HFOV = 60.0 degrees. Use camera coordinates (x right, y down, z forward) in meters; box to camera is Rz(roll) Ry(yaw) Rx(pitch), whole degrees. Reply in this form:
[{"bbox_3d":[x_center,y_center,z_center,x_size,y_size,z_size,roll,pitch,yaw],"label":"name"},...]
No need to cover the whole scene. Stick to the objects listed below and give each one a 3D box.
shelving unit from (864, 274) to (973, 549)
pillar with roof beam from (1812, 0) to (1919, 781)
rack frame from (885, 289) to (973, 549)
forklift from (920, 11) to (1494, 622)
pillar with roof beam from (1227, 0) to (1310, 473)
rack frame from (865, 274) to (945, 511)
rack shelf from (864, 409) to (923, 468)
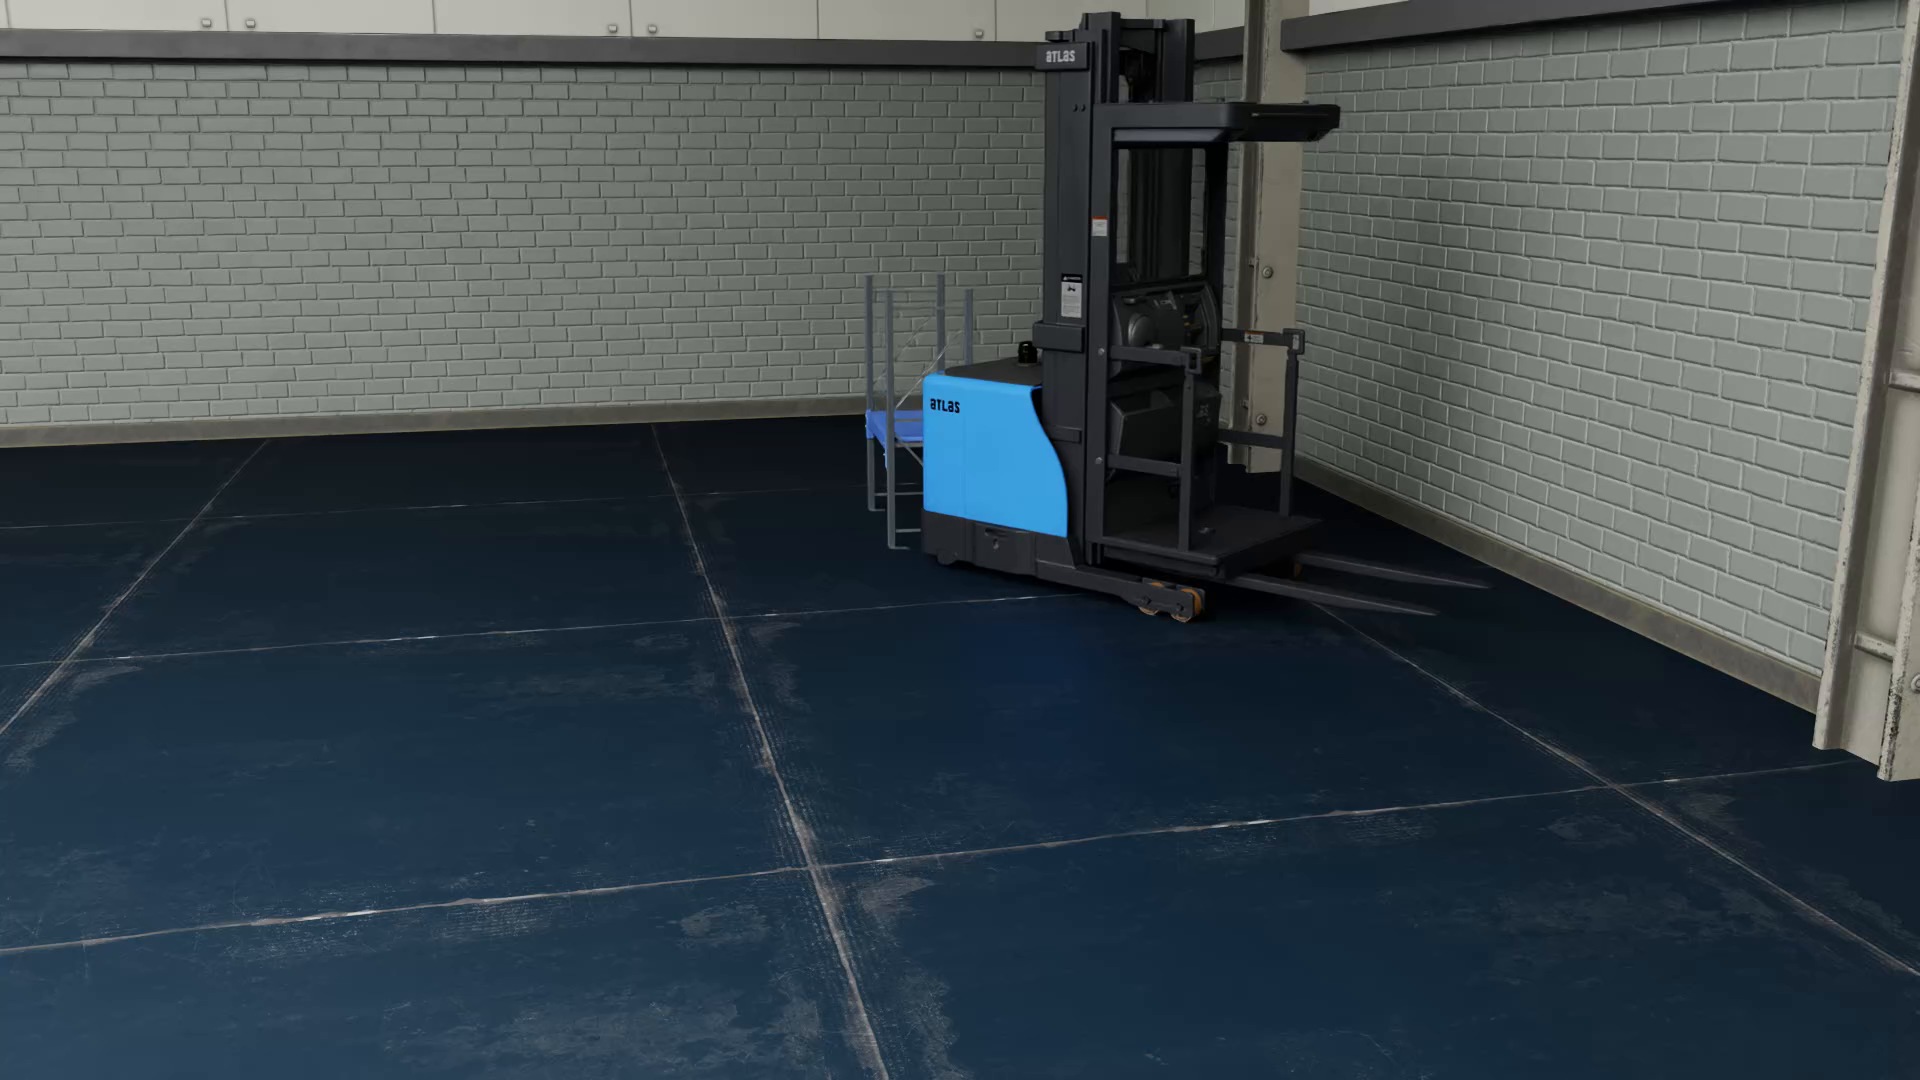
[{"bbox_3d":[-0.259,-0.808,10.074,0.538,1.500,1.048,-2,14,-9],"label":"shelving unit"},{"bbox_3d":[-0.610,-3.282,4.398,9.100,9.000,0.400,-3,14,-13],"label":"pillar with roof beam"},{"bbox_3d":[-0.175,-0.689,9.587,0.500,1.500,0.032,-2,14,-9],"label":"rack frame"},{"bbox_3d":[1.229,-1.157,8.489,3.031,2.935,1.130,11,18,39],"label":"forklift"},{"bbox_3d":[-2.019,-4.666,10.064,9.100,9.000,0.400,-3,14,-13],"label":"pillar with roof beam"},{"bbox_3d":[-0.343,-0.927,10.561,0.500,1.500,0.032,-2,14,-9],"label":"rack frame"},{"bbox_3d":[-0.259,-0.633,10.117,0.538,0.185,1.000,-2,14,-9],"label":"rack shelf"}]
